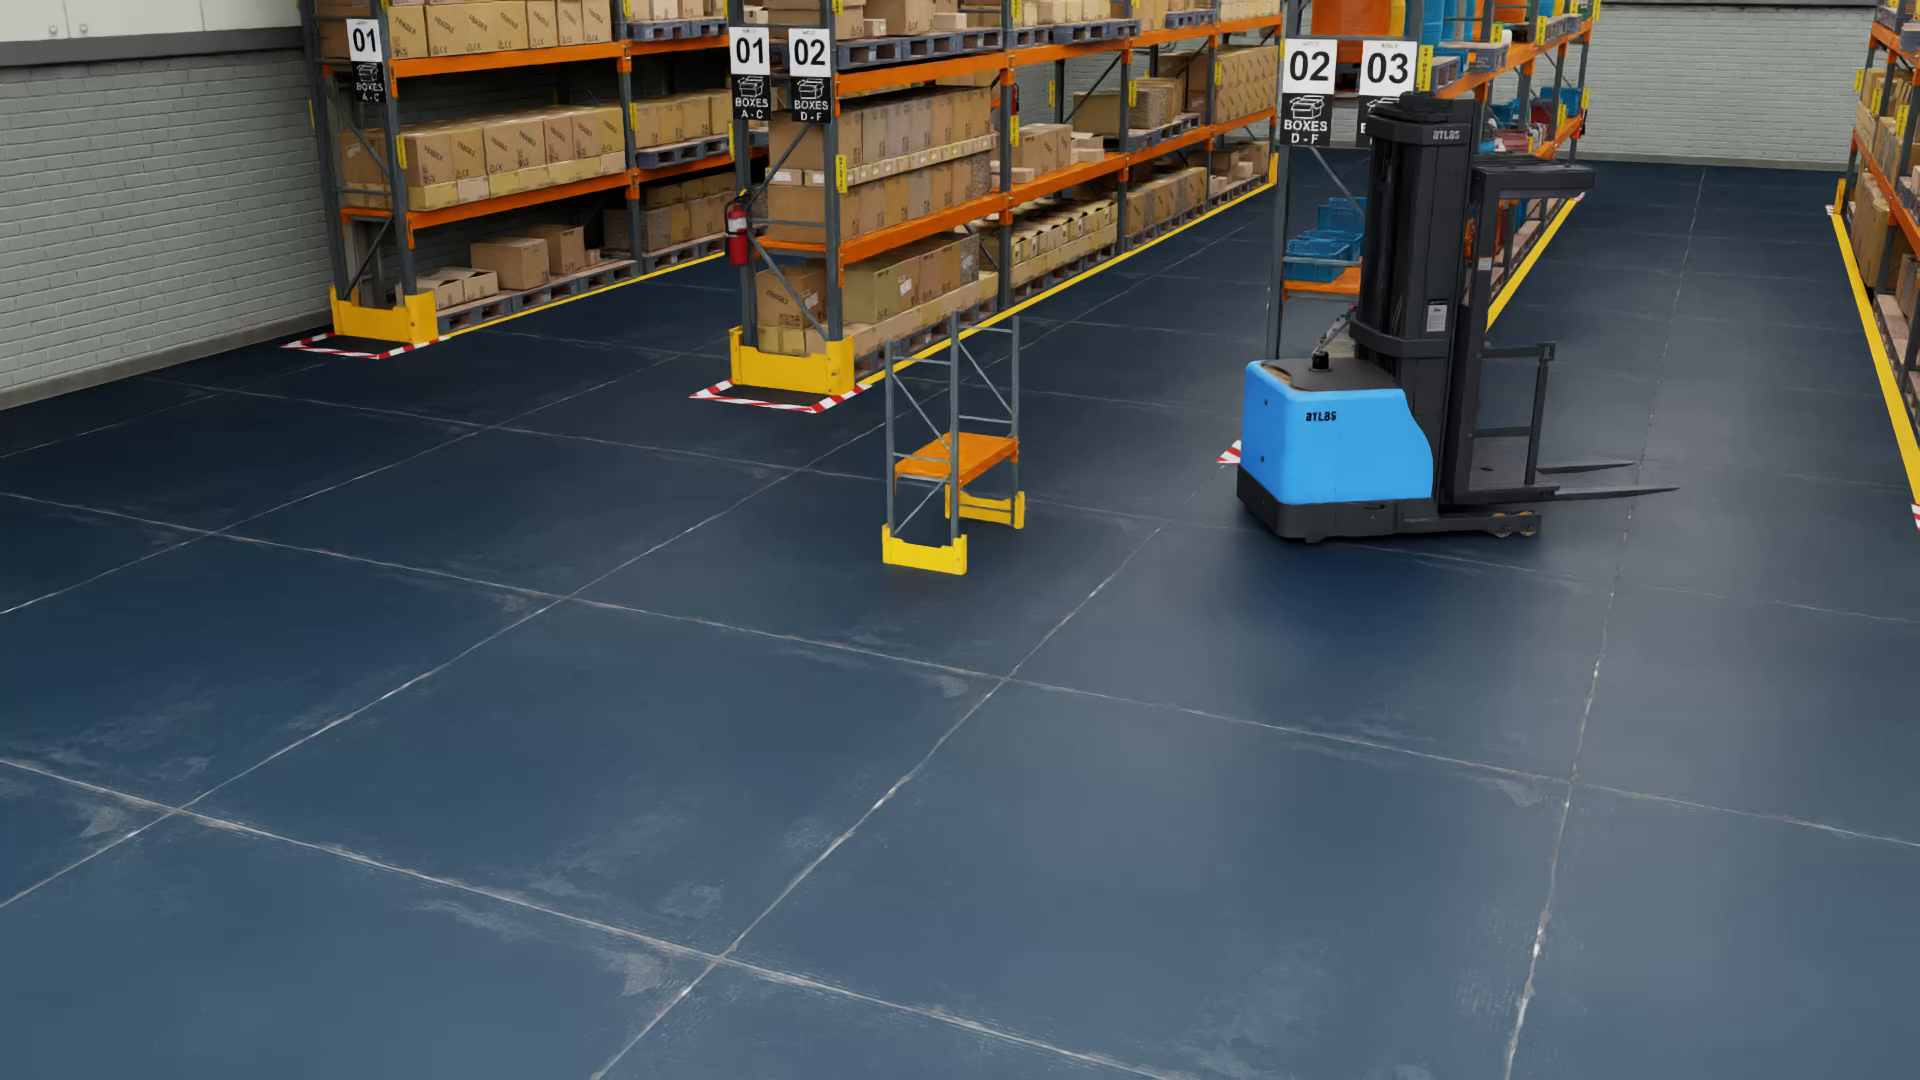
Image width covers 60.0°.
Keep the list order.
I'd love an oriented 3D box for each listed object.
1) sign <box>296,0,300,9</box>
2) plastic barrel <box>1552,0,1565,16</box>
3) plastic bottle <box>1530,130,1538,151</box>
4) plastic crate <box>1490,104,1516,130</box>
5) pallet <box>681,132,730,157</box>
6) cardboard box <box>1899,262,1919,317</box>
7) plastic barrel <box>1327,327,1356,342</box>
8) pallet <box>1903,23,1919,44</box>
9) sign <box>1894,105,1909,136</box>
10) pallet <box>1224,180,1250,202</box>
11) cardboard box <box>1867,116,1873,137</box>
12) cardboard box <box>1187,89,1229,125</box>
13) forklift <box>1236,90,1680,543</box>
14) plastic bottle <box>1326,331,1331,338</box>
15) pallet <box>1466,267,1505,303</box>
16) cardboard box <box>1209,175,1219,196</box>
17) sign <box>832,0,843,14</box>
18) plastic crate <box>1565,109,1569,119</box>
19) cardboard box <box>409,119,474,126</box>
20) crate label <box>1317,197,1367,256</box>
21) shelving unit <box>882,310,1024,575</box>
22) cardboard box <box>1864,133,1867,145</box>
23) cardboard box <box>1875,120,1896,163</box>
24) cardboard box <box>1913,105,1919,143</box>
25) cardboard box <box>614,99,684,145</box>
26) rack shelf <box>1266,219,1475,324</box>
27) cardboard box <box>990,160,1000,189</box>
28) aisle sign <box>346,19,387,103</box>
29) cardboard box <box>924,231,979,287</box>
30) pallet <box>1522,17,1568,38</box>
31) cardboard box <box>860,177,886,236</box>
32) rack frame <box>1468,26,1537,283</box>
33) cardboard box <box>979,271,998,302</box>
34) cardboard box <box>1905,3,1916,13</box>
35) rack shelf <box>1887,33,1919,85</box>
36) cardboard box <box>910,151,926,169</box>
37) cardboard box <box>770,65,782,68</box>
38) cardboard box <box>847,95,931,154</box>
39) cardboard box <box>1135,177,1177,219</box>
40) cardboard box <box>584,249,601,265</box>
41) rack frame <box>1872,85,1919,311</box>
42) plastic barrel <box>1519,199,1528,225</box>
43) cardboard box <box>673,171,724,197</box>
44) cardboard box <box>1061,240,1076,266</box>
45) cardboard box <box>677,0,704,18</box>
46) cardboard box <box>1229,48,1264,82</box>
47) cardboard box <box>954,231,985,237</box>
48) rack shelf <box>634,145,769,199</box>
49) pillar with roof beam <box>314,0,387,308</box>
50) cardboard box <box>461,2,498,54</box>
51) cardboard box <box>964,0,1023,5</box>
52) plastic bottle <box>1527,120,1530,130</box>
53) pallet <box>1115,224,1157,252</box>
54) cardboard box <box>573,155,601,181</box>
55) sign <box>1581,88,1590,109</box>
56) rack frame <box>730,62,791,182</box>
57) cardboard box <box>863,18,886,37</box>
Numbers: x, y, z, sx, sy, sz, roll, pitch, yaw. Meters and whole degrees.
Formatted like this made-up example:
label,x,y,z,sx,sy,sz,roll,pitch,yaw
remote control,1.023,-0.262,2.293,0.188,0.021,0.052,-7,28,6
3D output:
label,x,y,z,sx,sy,sz,roll,pitch,yaw
sign,-6.571,-5.453,16.528,0.100,0.325,0.005,9,21,23
plastic barrel,7.691,-7.243,21.973,0.600,0.588,0.600,0,20,0
plastic bottle,7.602,-5.319,22.135,0.152,0.276,0.135,9,21,23
plastic crate,7.760,-6.060,23.966,0.392,0.384,0.575,9,21,23
pallet,-3.570,-5.285,22.139,1.003,0.211,1.213,9,21,23
cardboard box,10.289,-2.598,17.371,0.700,0.500,0.500,7,21,18
plastic barrel,3.371,-1.572,14.498,0.421,0.512,0.421,0,20,0
pallet,11.431,-5.818,19.157,1.003,0.211,1.213,10,22,25
sign,10.253,-4.568,18.109,0.100,0.325,0.005,9,21,23
pallet,4.143,-5.801,27.465,1.003,0.211,1.213,9,21,23
cardboard box,12.550,-5.569,22.431,0.500,0.250,0.500,9,22,24
cardboard box,3.820,-6.696,25.671,0.500,0.500,0.500,9,22,24
forklift,3.585,-1.572,11.516,3.031,2.935,1.130,-3,20,-9
plastic bottle,3.446,-1.800,15.462,0.152,0.276,0.135,9,21,23
pallet,5.889,-3.081,19.819,1.003,0.211,1.213,9,21,23
cardboard box,3.732,-5.569,26.009,0.500,0.311,0.500,9,21,23
sign,-1.048,-4.646,14.158,0.100,0.325,0.005,9,21,23
plastic crate,9.349,-6.702,26.142,0.396,0.136,0.243,9,21,23
cardboard box,-5.650,-4.317,18.206,0.500,0.500,0.500,8,21,21
crate label,3.473,-2.798,14.806,0.502,0.435,0.616,9,21,23
shelving unit,-0.031,-0.683,11.152,0.587,1.500,1.083,9,21,23
cardboard box,12.646,-5.504,22.845,0.380,0.149,0.250,9,21,24
cardboard box,11.777,-4.957,20.781,0.500,0.500,0.500,9,21,23
cardboard box,11.075,-4.688,18.529,0.797,0.503,0.637,9,22,25
cardboard box,-3.959,-5.339,21.198,0.700,0.500,0.500,11,22,28
rack shelf,3.785,-2.454,14.965,1.077,0.370,4.000,9,21,23
cardboard box,0.248,-4.171,18.943,0.500,0.250,0.500,10,22,26
aisle sign,-5.828,-4.702,16.335,0.394,0.787,0.004,9,21,23
cardboard box,-0.119,-3.018,17.835,0.500,0.500,0.500,9,21,23
pallet,7.186,-6.574,21.282,1.003,0.211,1.213,9,21,23
cardboard box,-1.138,-3.211,15.873,0.700,0.500,0.500,9,22,24
rack frame,6.242,-4.627,20.002,1.000,3.000,0.127,9,21,23
cardboard box,0.096,-2.815,18.386,0.500,0.250,0.500,9,21,23
cardboard box,12.664,-7.123,21.619,0.700,0.500,0.500,7,21,20
rack shelf,11.580,-5.633,19.428,1.077,0.370,4.000,9,21,23
cardboard box,-0.564,-3.775,16.490,0.380,0.149,0.250,9,21,23
cardboard box,-2.632,-6.868,24.563,0.500,0.250,0.500,8,21,21
cardboard box,-0.706,-4.146,16.566,0.700,0.500,0.500,9,21,23
cardboard box,2.800,-4.911,23.875,0.500,0.500,0.500,8,21,21
cardboard box,-4.626,-3.468,20.316,0.380,0.166,0.250,6,20,16
rack frame,10.761,-3.947,18.091,1.000,3.000,0.127,9,21,23
plastic barrel,7.642,-4.895,23.261,0.600,0.901,0.708,9,21,23
cardboard box,-3.540,-4.818,22.495,0.500,0.250,0.500,8,21,22
cardboard box,1.107,-3.547,20.442,0.500,0.250,0.500,9,21,24
cardboard box,-3.633,-6.955,21.296,0.500,0.500,0.500,8,21,21
cardboard box,4.655,-7.784,27.238,0.500,0.500,0.500,9,22,24
cardboard box,-0.009,-3.415,19.233,0.500,0.311,0.500,9,21,23
rack shelf,-3.615,-5.036,22.226,1.077,0.370,4.000,9,21,23
pillar with roof beam,-2.647,-6.109,15.217,9.100,9.000,0.400,9,21,23
cardboard box,-5.246,-5.397,17.512,0.500,0.500,0.500,10,22,25
cardboard box,0.375,-6.162,18.320,0.500,0.500,0.500,9,21,23
plastic bottle,7.670,-5.520,22.588,0.144,0.351,0.185,9,21,23
pallet,2.065,-4.217,23.011,1.003,0.211,1.213,9,21,23
cardboard box,-4.563,-4.365,19.459,0.500,0.250,0.500,9,21,23
sign,10.026,-7.079,26.653,0.100,0.325,0.005,9,21,23
rack frame,-2.796,-5.986,23.825,1.000,3.000,0.127,9,21,23
cardboard box,-0.909,-4.756,15.429,0.380,0.149,0.250,9,21,23
